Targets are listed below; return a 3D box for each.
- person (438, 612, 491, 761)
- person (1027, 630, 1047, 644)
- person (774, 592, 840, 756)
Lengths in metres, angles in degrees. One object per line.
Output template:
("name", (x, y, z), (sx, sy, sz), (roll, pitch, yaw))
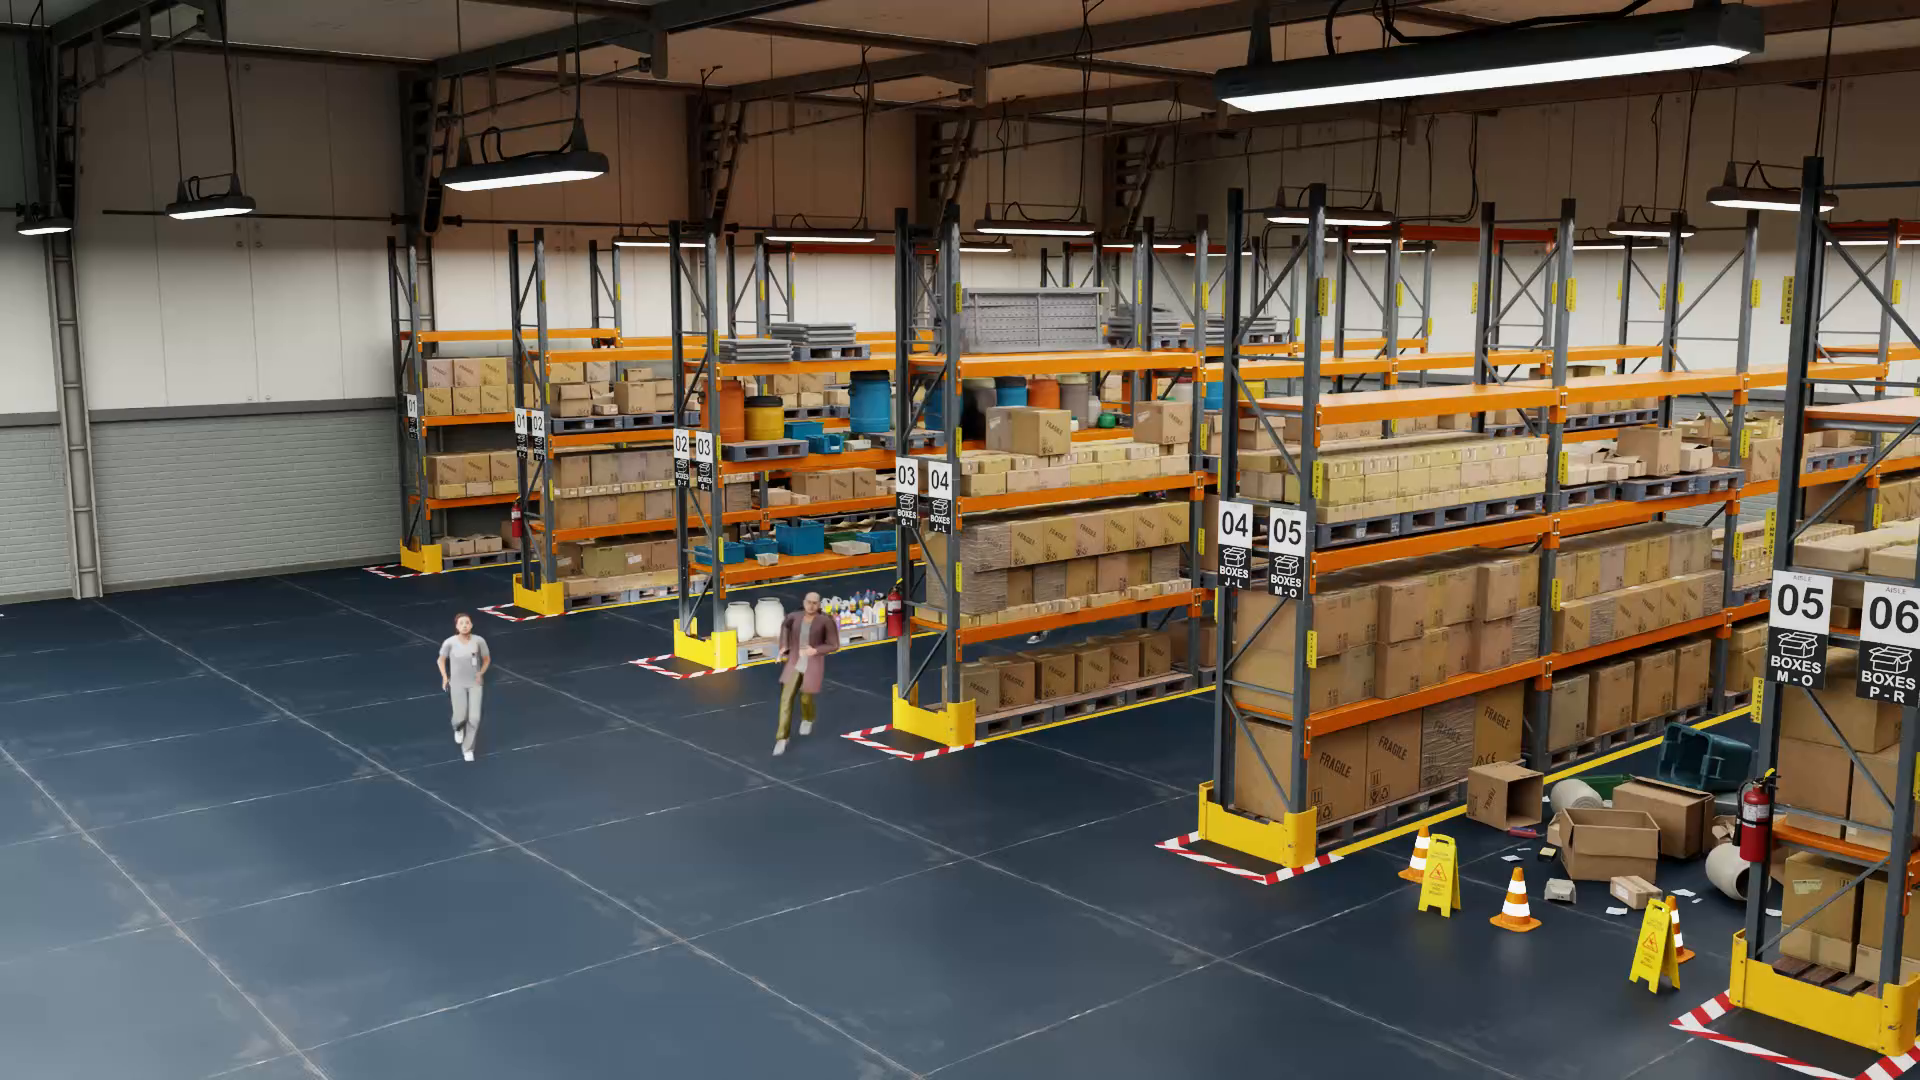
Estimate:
("person", (-5.412, 1.712, 18.231), (0.556, 1.379, 0.570), (-3, 9, -21))
("person", (0.959, 0.619, 22.637), (0.527, 1.551, 0.497), (7, 11, 38))
("person", (-1.699, 1.455, 18.671), (0.737, 1.789, 0.997), (2, 9, 10))
